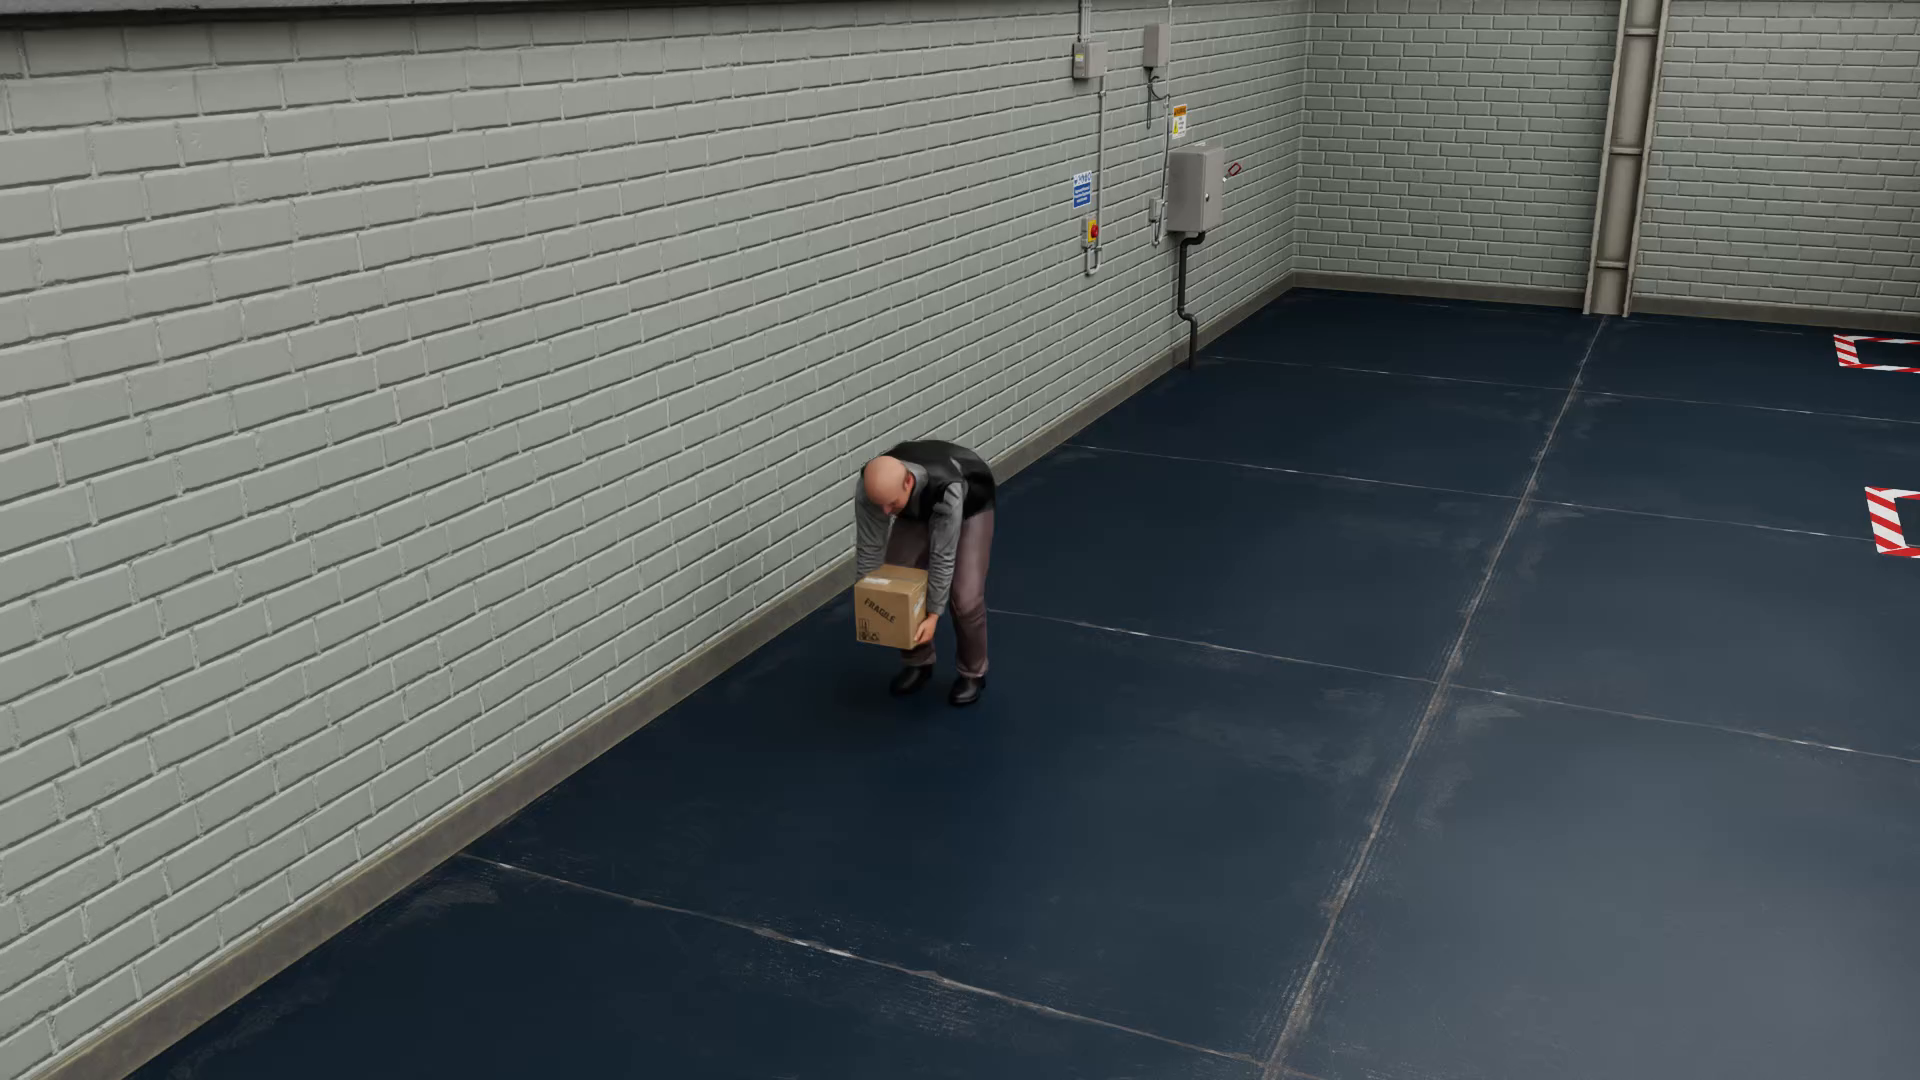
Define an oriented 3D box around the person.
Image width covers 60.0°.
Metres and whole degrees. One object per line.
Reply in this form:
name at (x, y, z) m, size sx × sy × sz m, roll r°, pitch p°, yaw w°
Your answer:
person at (-0.161, 0.141, 6.976) m, size 0.478 × 1.215 × 0.926 m, roll 7°, pitch 20°, yaw 21°
